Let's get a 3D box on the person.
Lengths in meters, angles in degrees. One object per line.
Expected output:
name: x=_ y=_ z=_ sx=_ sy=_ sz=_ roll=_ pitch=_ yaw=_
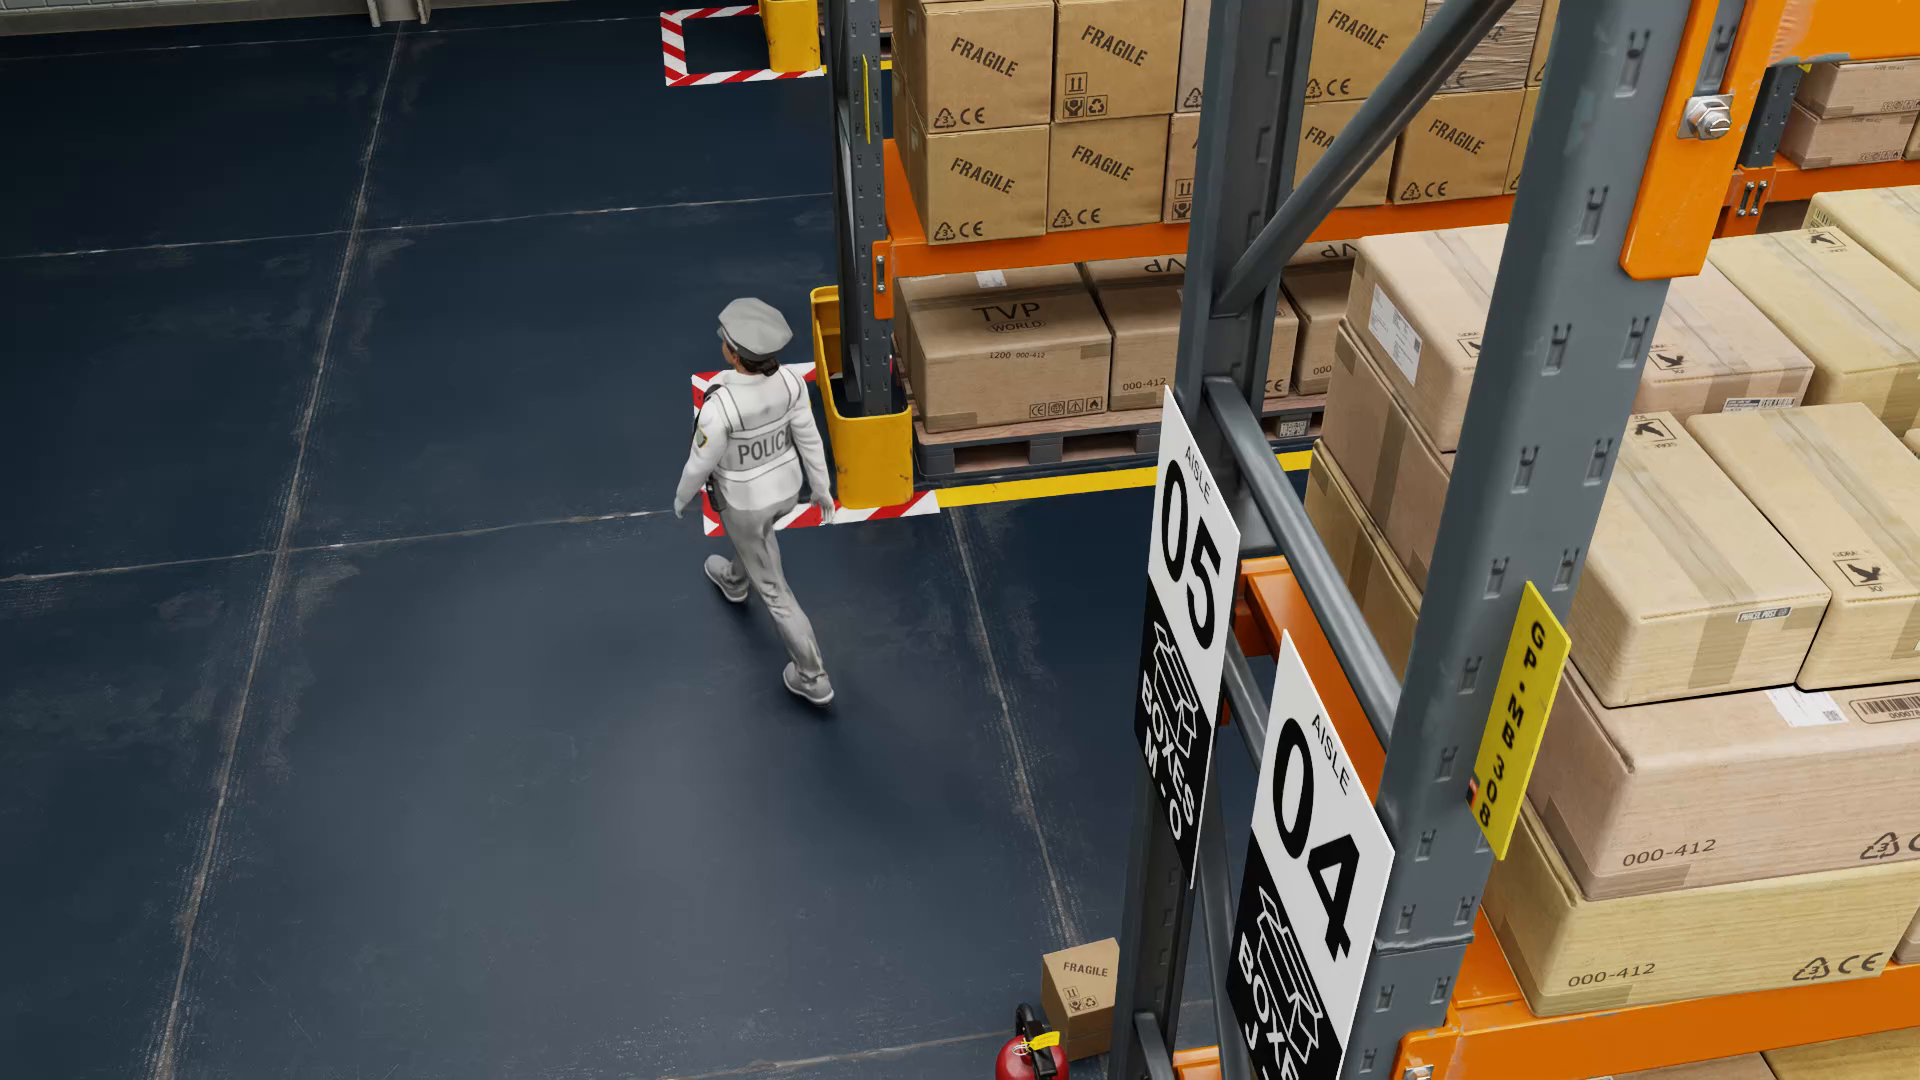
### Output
person: x=-0.828 y=-0.218 z=6.384 sx=1.029 sy=1.619 sz=0.513 roll=31 pitch=48 yaw=33
